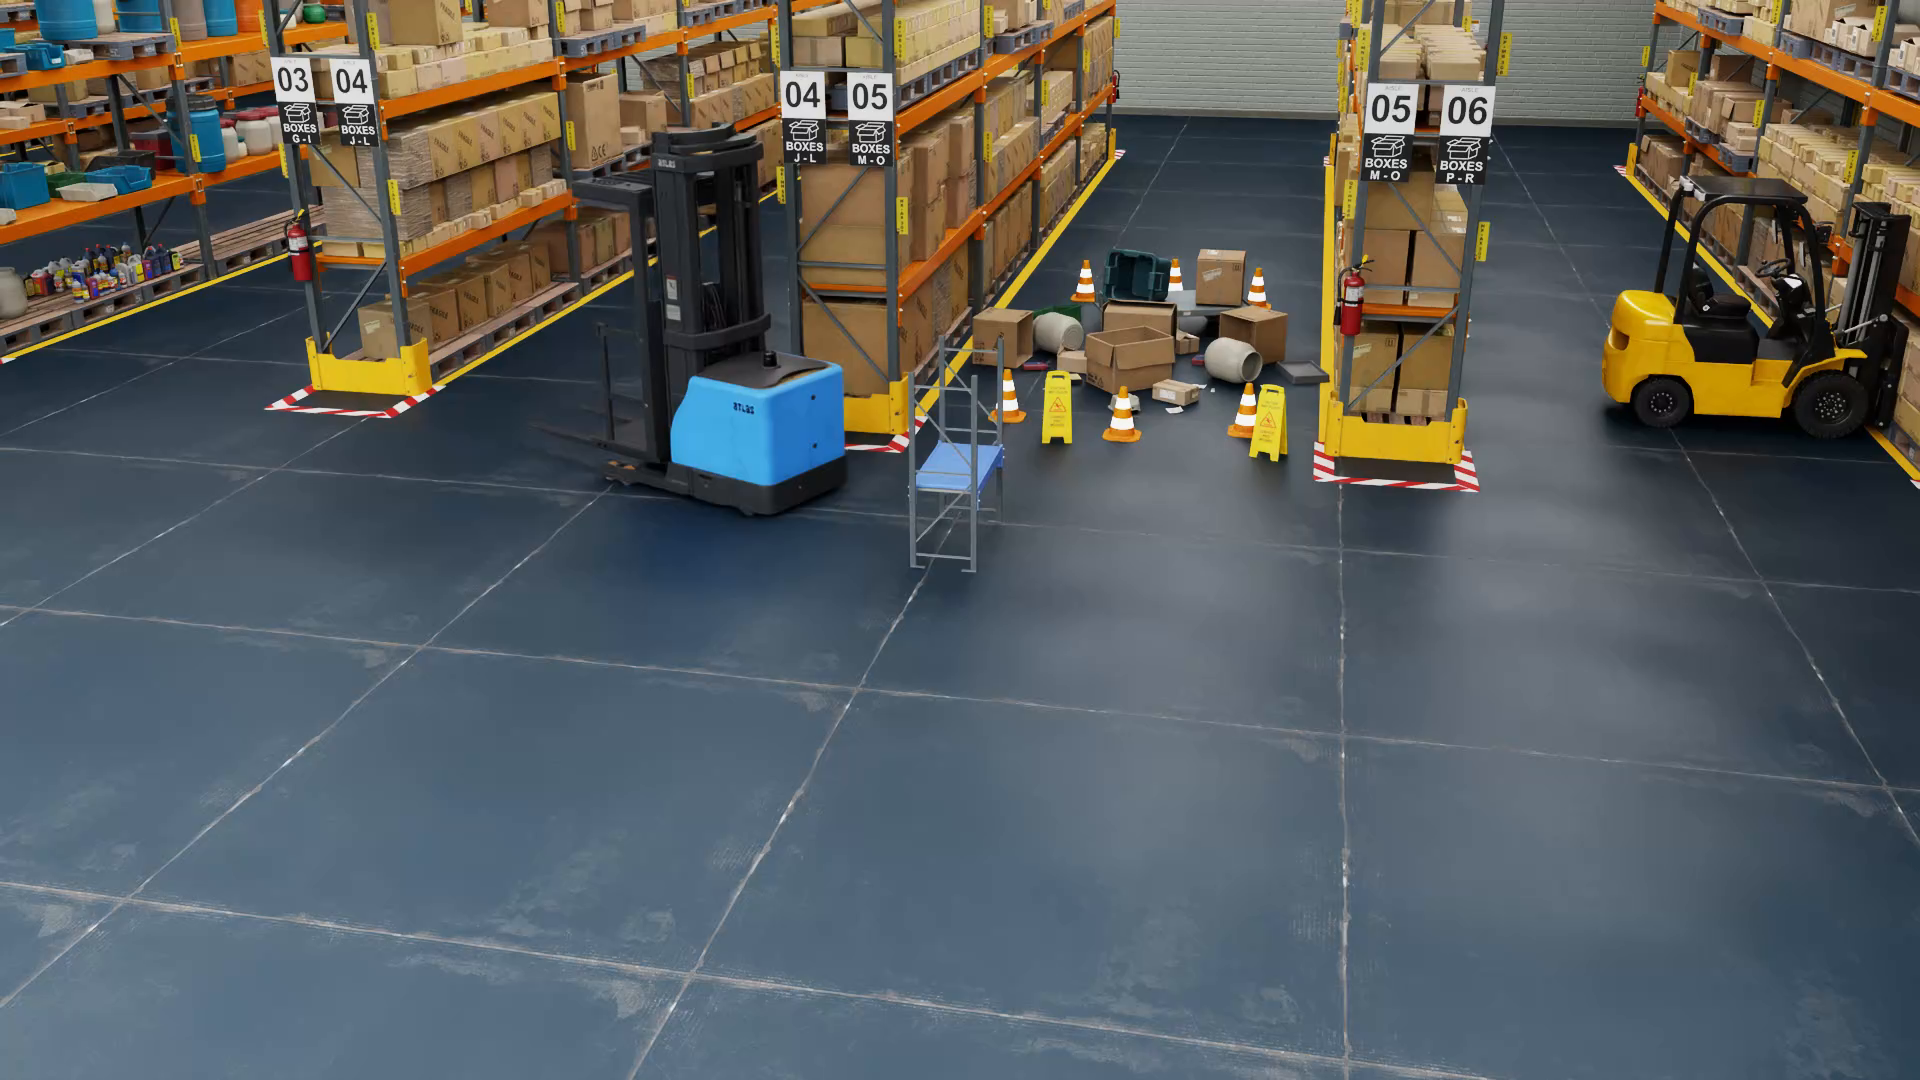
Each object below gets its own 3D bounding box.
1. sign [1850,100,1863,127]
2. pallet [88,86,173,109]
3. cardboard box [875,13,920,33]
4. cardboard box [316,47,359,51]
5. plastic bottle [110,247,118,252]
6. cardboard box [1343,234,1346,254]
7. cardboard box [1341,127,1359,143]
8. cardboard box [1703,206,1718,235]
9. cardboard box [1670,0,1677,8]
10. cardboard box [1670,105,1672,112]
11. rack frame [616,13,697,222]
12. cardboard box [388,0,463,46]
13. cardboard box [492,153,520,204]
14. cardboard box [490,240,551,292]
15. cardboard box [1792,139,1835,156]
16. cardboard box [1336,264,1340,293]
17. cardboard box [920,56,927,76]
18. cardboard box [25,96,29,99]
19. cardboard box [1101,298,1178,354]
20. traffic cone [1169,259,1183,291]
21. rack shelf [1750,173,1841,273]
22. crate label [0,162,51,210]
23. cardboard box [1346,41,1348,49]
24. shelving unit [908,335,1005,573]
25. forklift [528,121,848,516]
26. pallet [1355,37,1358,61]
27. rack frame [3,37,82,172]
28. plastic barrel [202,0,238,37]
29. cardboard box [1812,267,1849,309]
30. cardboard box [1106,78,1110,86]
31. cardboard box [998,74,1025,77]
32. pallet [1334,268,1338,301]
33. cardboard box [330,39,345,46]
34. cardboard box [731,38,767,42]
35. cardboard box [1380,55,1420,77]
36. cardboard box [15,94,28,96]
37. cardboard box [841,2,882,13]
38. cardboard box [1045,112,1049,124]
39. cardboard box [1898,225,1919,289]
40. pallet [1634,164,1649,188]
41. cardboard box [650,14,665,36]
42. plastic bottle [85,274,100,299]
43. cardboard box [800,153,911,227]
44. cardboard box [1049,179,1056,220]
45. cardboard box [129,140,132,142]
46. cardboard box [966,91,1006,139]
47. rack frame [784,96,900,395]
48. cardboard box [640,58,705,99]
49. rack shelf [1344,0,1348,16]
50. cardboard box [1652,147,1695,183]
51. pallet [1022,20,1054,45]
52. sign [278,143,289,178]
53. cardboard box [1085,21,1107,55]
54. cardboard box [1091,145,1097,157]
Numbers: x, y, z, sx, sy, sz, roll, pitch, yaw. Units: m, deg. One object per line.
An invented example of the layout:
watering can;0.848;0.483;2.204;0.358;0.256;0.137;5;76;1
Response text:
sign;10.851;-5.173;20.133;0.100;0.325;0.005;4;22;11
pallet;-13.560;-7.189;26.945;1.003;0.211;1.213;4;22;11
cardboard box;-0.569;-4.638;14.912;0.380;0.149;0.250;4;22;10
cardboard box;-6.020;-4.711;16.187;0.380;0.149;0.250;3;22;9
plastic bottle;-10.453;-3.462;20.490;0.152;0.276;0.135;5;23;13
cardboard box;3.982;-2.917;16.417;0.380;0.149;0.250;5;22;11
cardboard box;4.074;-3.728;16.226;0.700;0.500;0.500;4;22;10
cardboard box;10.487;-4.449;22.668;0.500;0.500;0.500;4;22;9
cardboard box;11.352;-8.409;26.039;0.380;0.149;0.250;4;22;11
cardboard box;11.273;-6.722;25.866;0.380;0.149;0.250;4;22;11
rack frame;-4.255;-5.810;23.264;1.000;3.000;0.127;4;22;11
cardboard box;-5.320;-5.214;16.568;0.500;0.500;0.500;4;22;11
cardboard box;-5.363;-4.001;18.240;0.875;0.500;0.500;4;22;11
cardboard box;-5.192;-3.239;19.664;0.500;0.500;0.500;4;22;9
cardboard box;9.700;-4.458;18.904;0.380;0.149;0.250;5;22;12
cardboard box;4.878;-3.022;19.298;0.950;0.372;0.625;6;23;14
cardboard box;-0.514;-4.363;15.298;0.380;0.149;0.250;5;22;11
cardboard box;-17.378;-8.309;31.386;0.380;0.149;0.250;4;22;9
cardboard box;1.877;-2.211;17.489;0.797;0.637;0.503;4;22;11
traffic cone;2.593;-3.157;20.073;0.336;0.463;0.334;4;22;11
rack shelf;9.899;-3.612;18.770;1.077;0.370;4.000;4;22;11
crate label;-10.625;-3.972;18.653;0.502;0.435;0.616;4;22;11
cardboard box;6.014;-7.465;25.034;0.380;0.149;0.250;4;22;10
shelving unit;-0.017;-0.664;12.496;0.538;1.500;1.048;4;22;11
forklift;-2.433;-1.964;13.808;3.031;2.935;1.130;15;26;32
pallet;5.069;-5.493;18.713;1.213;0.211;1.003;4;22;11
rack frame;-13.952;-6.566;25.142;1.000;3.000;0.127;4;22;11
plastic barrel;-9.762;-7.029;21.606;0.600;0.901;0.708;4;22;11
cardboard box;9.586;-2.499;17.661;0.875;0.625;0.625;5;23;13
cardboard box;2.423;-8.063;29.195;0.380;0.149;0.250;4;22;11
cardboard box;0.760;-6.907;24.966;0.380;0.149;0.250;5;22;11
pallet;5.035;-3.030;20.095;1.003;0.211;1.213;4;22;11
cardboard box;-12.144;-9.354;31.930;0.500;0.500;0.500;5;23;13
cardboard box;-3.500;-8.060;27.651;0.500;0.500;0.500;5;22;11
cardboard box;3.685;-4.011;14.051;0.380;0.149;0.250;5;22;12
cardboard box;-17.746;-8.351;31.489;0.380;0.149;0.250;5;22;11
cardboard box;-0.953;-5.154;16.194;0.380;0.149;0.250;4;22;11
cardboard box;1.032;-5.917;23.304;0.380;0.149;0.250;5;23;13
cardboard box;8.829;-2.559;15.058;0.500;0.500;0.500;5;22;11
pallet;11.762;-5.990;27.444;1.003;0.211;1.213;4;22;11
cardboard box;-4.200;-6.756;21.800;0.500;0.250;0.500;4;22;11
plastic bottle;-9.997;-2.926;19.151;0.061;0.283;0.133;5;22;12
cardboard box;-0.939;-3.172;15.068;0.875;0.550;0.550;4;22;11
cardboard box;1.073;-4.853;23.673;0.500;0.500;0.500;5;22;12
cardboard box;-13.269;-6.322;27.292;0.500;0.500;0.500;4;22;9
cardboard box;0.170;-5.182;20.232;0.700;0.500;0.500;4;22;10
rack frame;-1.052;-2.469;14.968;1.000;3.000;0.127;4;22;11
cardboard box;-4.090;-6.588;23.719;0.797;0.503;0.637;5;23;13
rack shelf;6.671;-8.306;26.410;1.077;0.370;4.000;4;22;11
cardboard box;11.303;-5.926;26.338;0.500;0.500;0.500;5;22;12
pallet;0.501;-6.459;21.113;1.213;0.211;1.003;6;23;13
sign;-6.426;-3.617;15.847;0.100;0.325;0.005;4;22;11
cardboard box;2.162;-8.406;27.840;0.500;0.500;0.500;6;23;14
cardboard box;2.087;-6.540;27.934;0.380;0.149;0.250;5;22;11
